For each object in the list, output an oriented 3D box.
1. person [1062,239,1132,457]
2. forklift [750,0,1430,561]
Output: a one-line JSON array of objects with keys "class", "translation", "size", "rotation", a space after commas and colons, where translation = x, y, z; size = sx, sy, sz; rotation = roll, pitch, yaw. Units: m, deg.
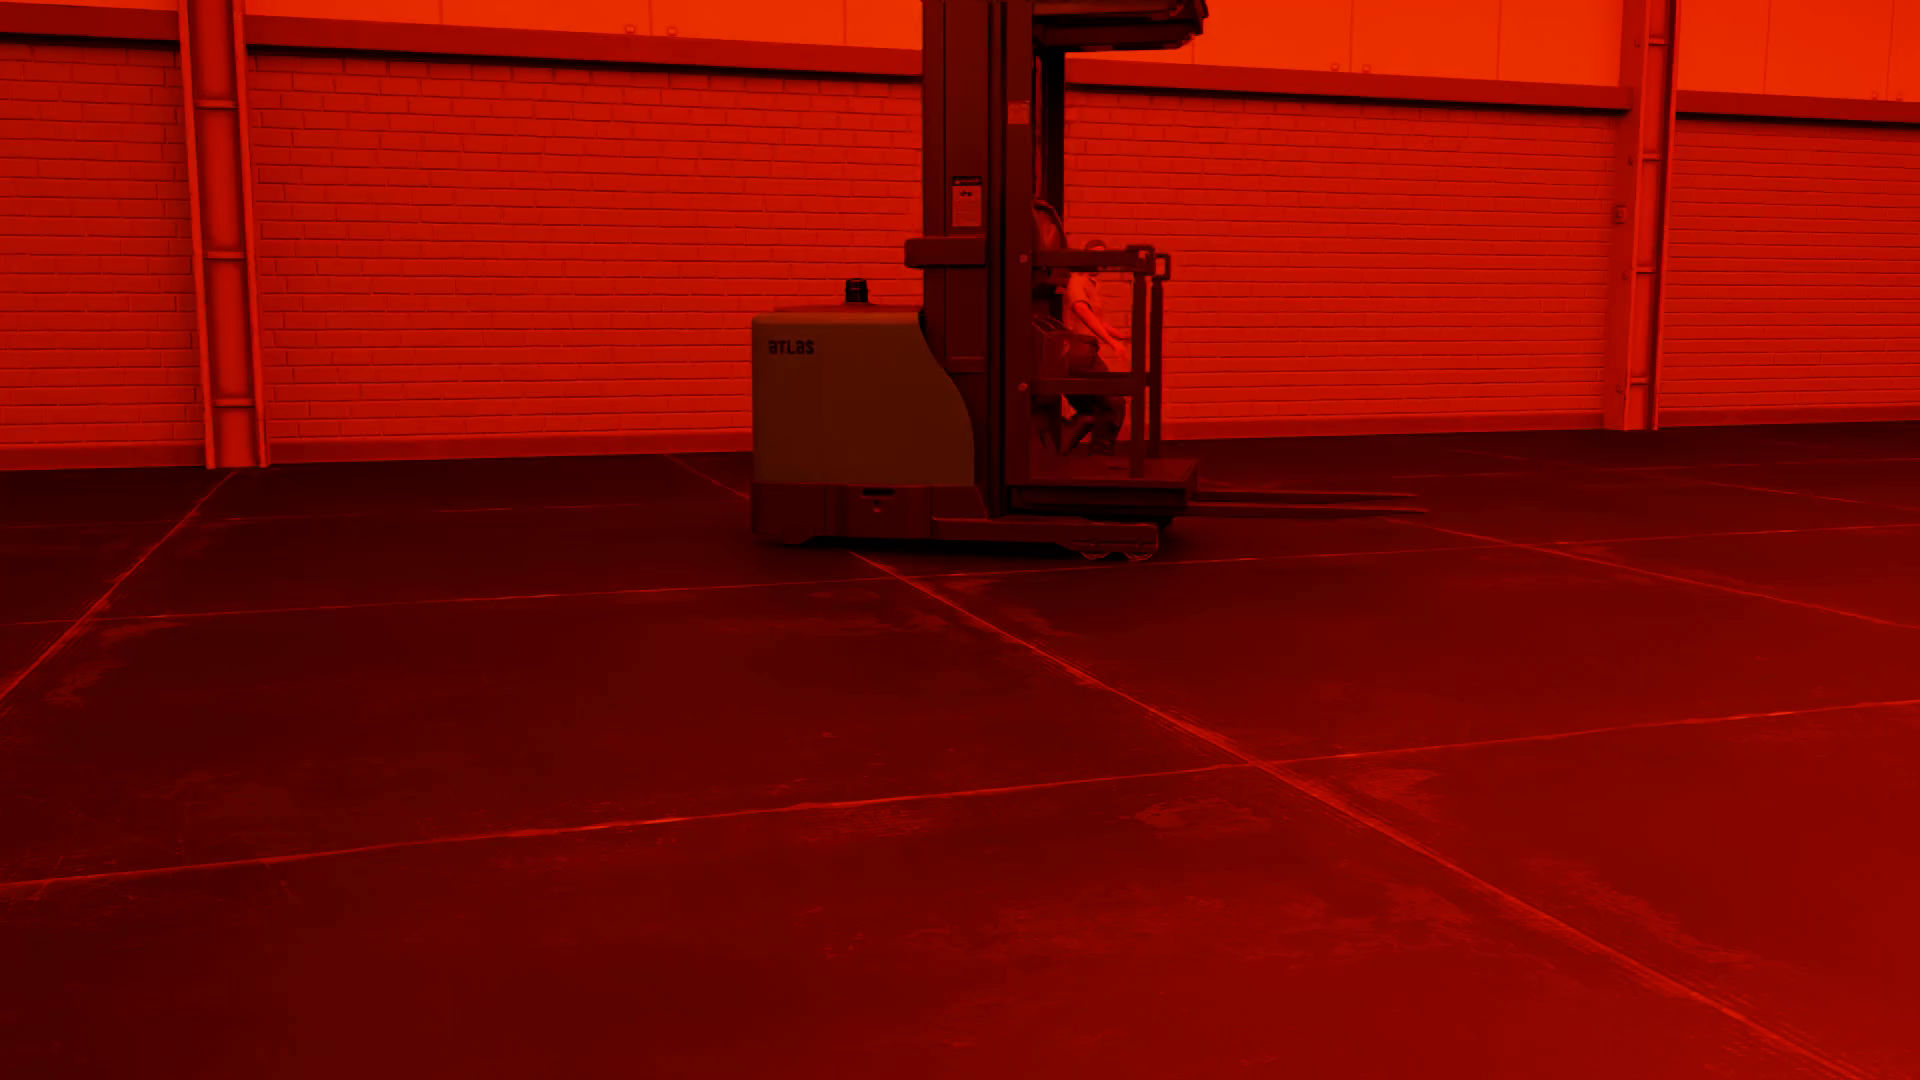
[{"class": "person", "translation": [0.901, -1.146, 10.639], "size": [0.732, 1.541, 0.779], "rotation": [-2, 8, -12]}, {"class": "forklift", "translation": [0.604, -1.438, 7.621], "size": [3.031, 2.935, 1.130], "rotation": [1, 8, 11]}]
